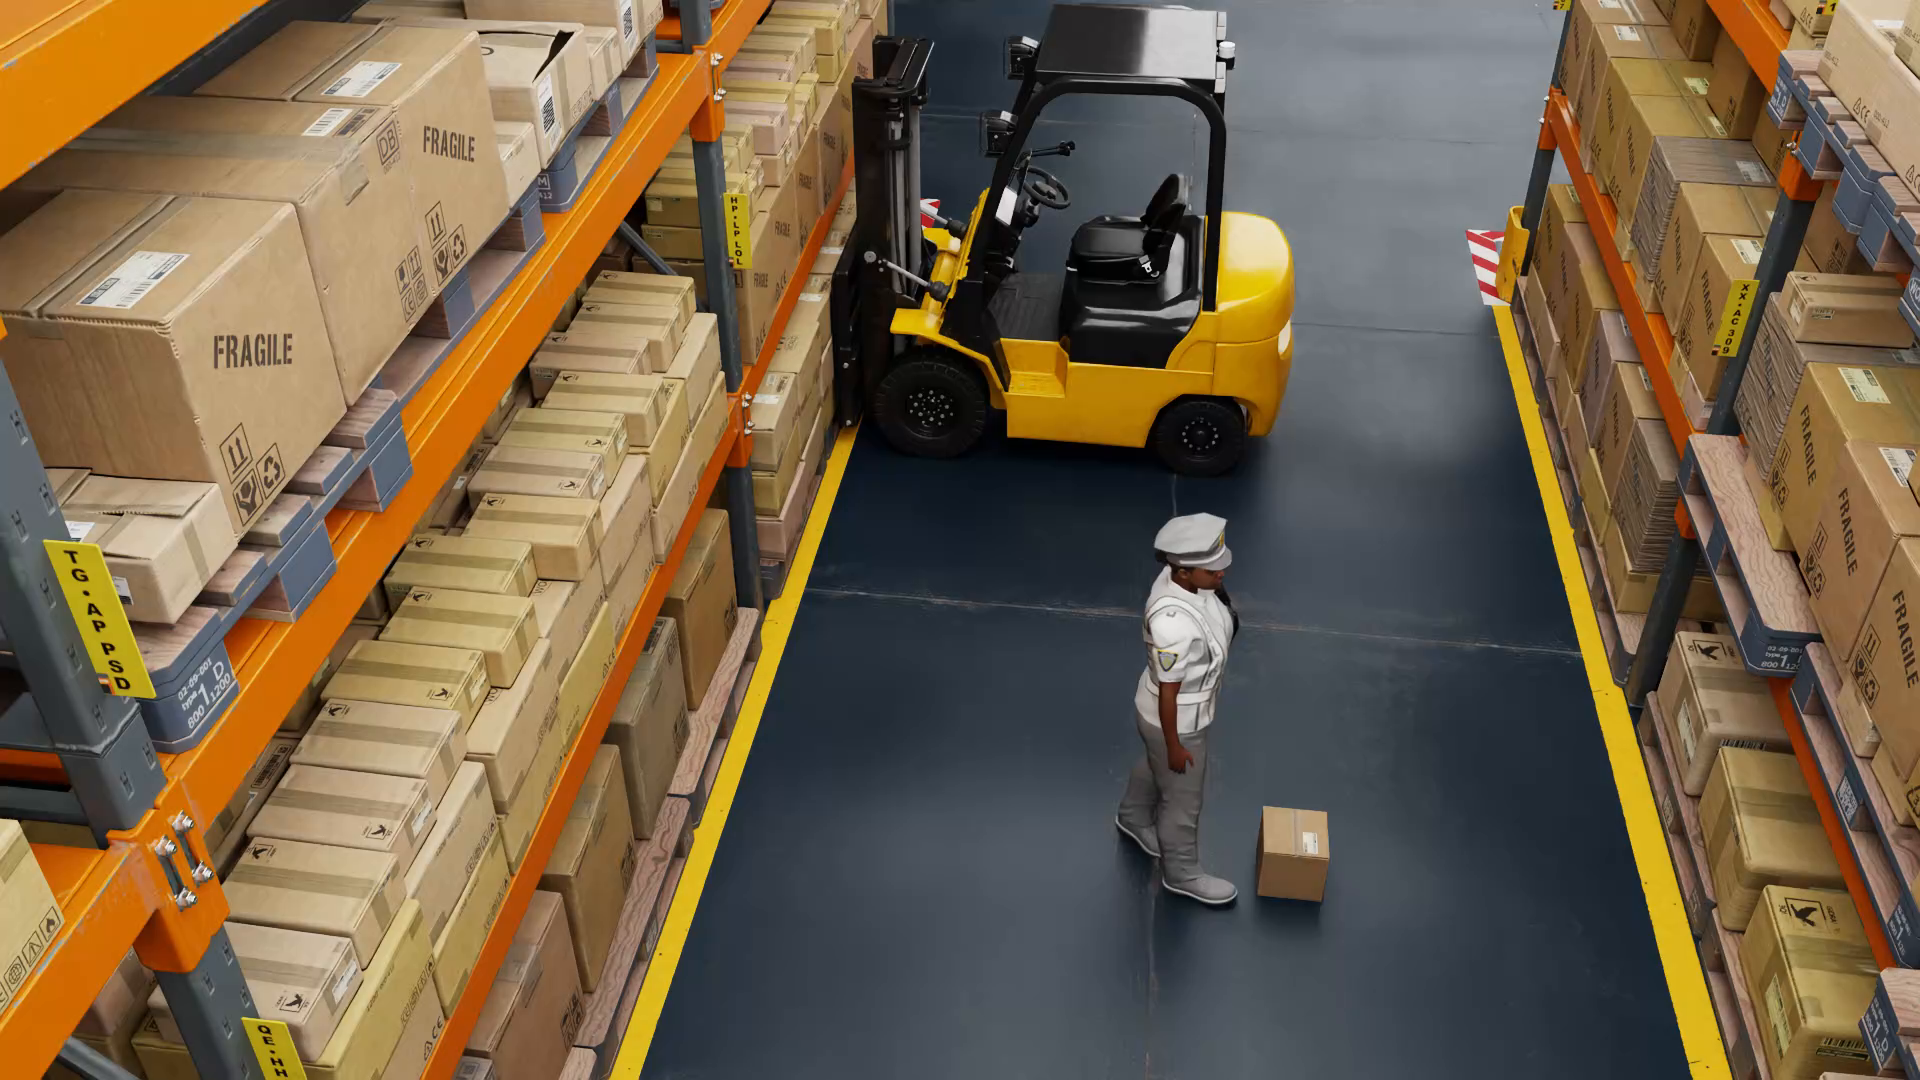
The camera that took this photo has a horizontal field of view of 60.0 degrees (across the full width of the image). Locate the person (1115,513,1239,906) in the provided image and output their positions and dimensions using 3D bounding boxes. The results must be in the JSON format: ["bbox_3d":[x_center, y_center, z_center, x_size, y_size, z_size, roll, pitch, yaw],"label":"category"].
[{"bbox_3d":[0.852,0.629,6.163,0.546,1.687,0.457,11,38,14],"label":"person"}]
